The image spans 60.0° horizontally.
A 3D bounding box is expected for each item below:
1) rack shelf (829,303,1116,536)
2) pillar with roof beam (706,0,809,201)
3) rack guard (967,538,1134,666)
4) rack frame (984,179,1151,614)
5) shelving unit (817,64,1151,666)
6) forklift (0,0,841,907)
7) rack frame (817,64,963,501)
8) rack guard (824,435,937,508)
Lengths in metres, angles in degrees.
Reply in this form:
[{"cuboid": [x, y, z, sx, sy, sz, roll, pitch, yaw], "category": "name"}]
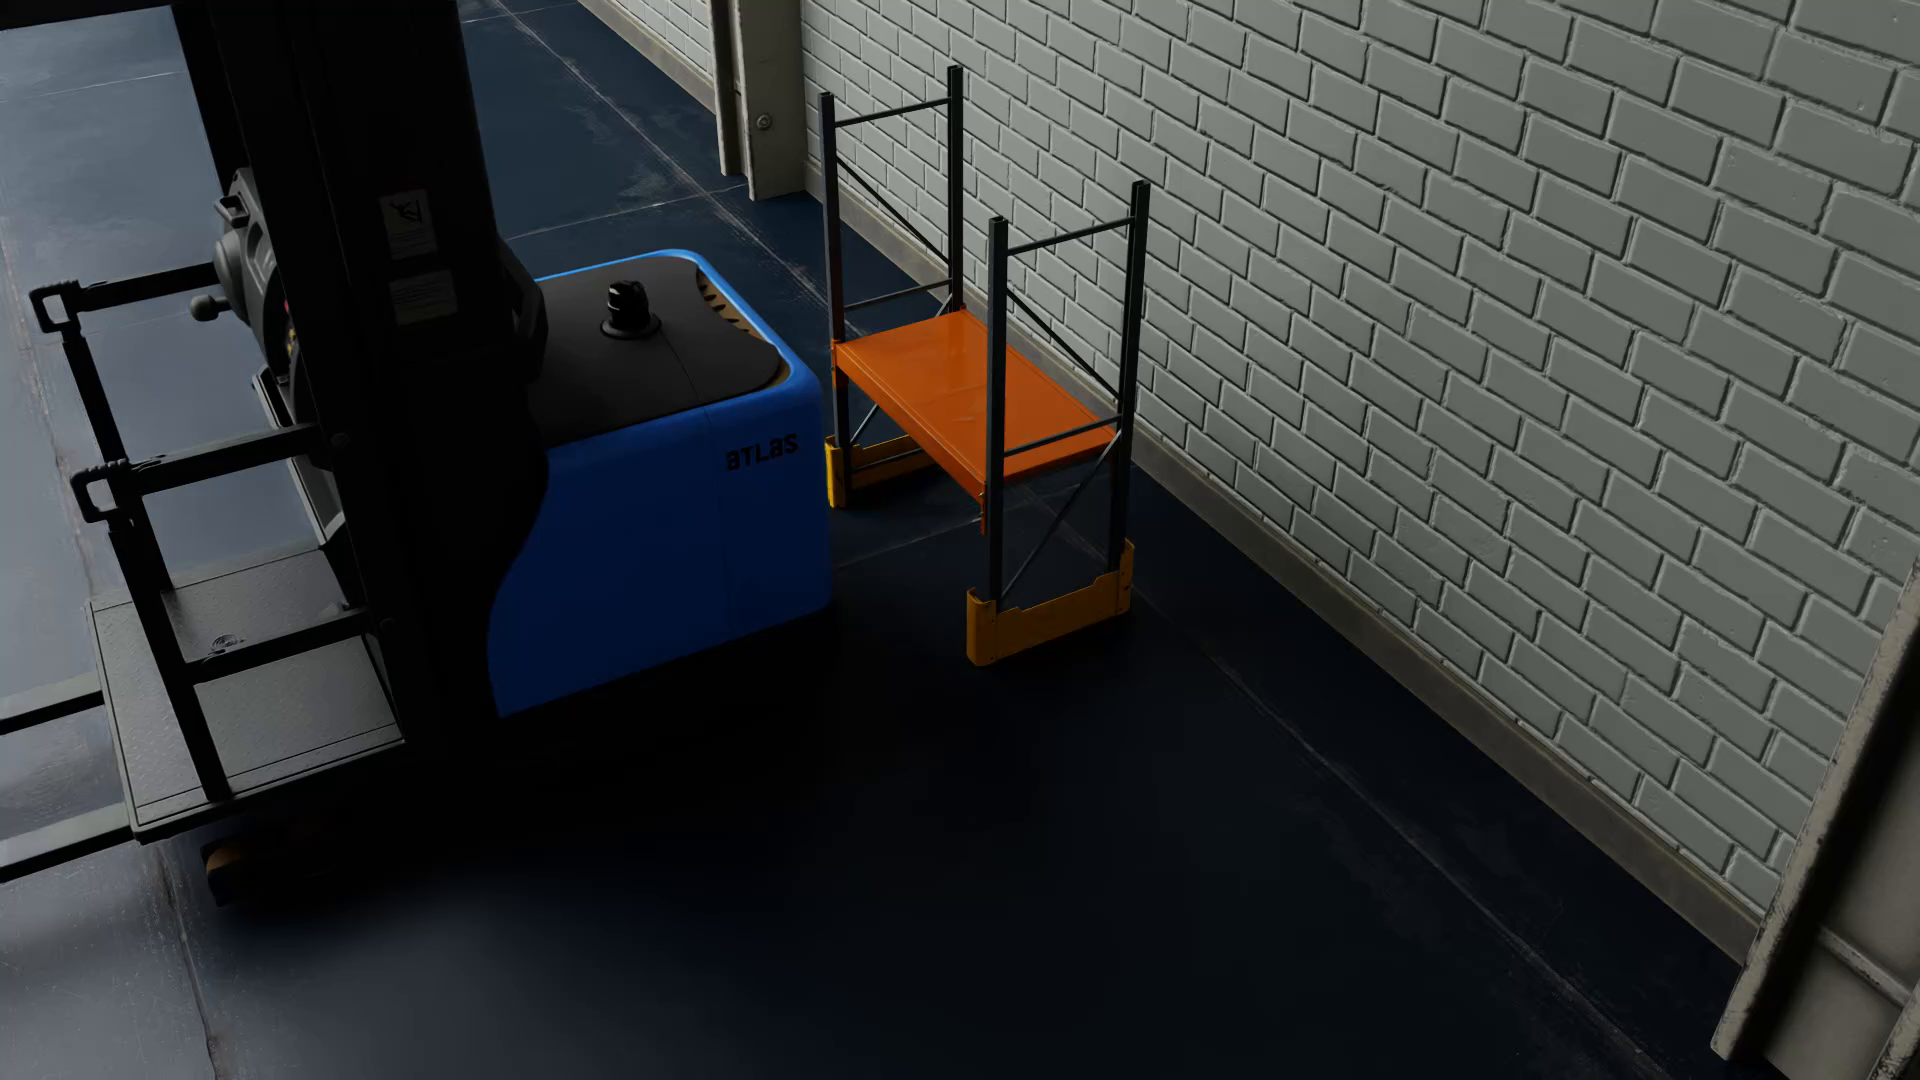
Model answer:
[{"cuboid": [0.043, -0.417, 5.354, 0.538, 0.185, 1.000, -19, 40, -24], "category": "rack shelf"}, {"cuboid": [-4.677, -4.129, 3.774, 9.100, 9.000, 0.400, -19, 40, -24], "category": "pillar with roof beam"}, {"cuboid": [0.288, 0.192, 5.275, 0.587, 0.250, 0.087, -19, 40, -24], "category": "rack guard"}, {"cuboid": [0.298, -0.303, 4.893, 0.500, 1.500, 0.032, -19, 40, -24], "category": "rack frame"}, {"cuboid": [0.038, -0.567, 5.254, 0.587, 1.500, 1.083, -19, 40, -24], "category": "shelving unit"}, {"cuboid": [-1.907, -0.577, 4.055, 3.031, 2.935, 1.130, -18, 40, -23], "category": "forklift"}, {"cuboid": [-0.213, -0.821, 5.603, 0.500, 1.500, 0.032, -19, 40, -24], "category": "rack frame"}, {"cuboid": [-0.212, -0.316, 5.971, 0.587, 0.250, 0.087, -19, 40, -24], "category": "rack guard"}]
